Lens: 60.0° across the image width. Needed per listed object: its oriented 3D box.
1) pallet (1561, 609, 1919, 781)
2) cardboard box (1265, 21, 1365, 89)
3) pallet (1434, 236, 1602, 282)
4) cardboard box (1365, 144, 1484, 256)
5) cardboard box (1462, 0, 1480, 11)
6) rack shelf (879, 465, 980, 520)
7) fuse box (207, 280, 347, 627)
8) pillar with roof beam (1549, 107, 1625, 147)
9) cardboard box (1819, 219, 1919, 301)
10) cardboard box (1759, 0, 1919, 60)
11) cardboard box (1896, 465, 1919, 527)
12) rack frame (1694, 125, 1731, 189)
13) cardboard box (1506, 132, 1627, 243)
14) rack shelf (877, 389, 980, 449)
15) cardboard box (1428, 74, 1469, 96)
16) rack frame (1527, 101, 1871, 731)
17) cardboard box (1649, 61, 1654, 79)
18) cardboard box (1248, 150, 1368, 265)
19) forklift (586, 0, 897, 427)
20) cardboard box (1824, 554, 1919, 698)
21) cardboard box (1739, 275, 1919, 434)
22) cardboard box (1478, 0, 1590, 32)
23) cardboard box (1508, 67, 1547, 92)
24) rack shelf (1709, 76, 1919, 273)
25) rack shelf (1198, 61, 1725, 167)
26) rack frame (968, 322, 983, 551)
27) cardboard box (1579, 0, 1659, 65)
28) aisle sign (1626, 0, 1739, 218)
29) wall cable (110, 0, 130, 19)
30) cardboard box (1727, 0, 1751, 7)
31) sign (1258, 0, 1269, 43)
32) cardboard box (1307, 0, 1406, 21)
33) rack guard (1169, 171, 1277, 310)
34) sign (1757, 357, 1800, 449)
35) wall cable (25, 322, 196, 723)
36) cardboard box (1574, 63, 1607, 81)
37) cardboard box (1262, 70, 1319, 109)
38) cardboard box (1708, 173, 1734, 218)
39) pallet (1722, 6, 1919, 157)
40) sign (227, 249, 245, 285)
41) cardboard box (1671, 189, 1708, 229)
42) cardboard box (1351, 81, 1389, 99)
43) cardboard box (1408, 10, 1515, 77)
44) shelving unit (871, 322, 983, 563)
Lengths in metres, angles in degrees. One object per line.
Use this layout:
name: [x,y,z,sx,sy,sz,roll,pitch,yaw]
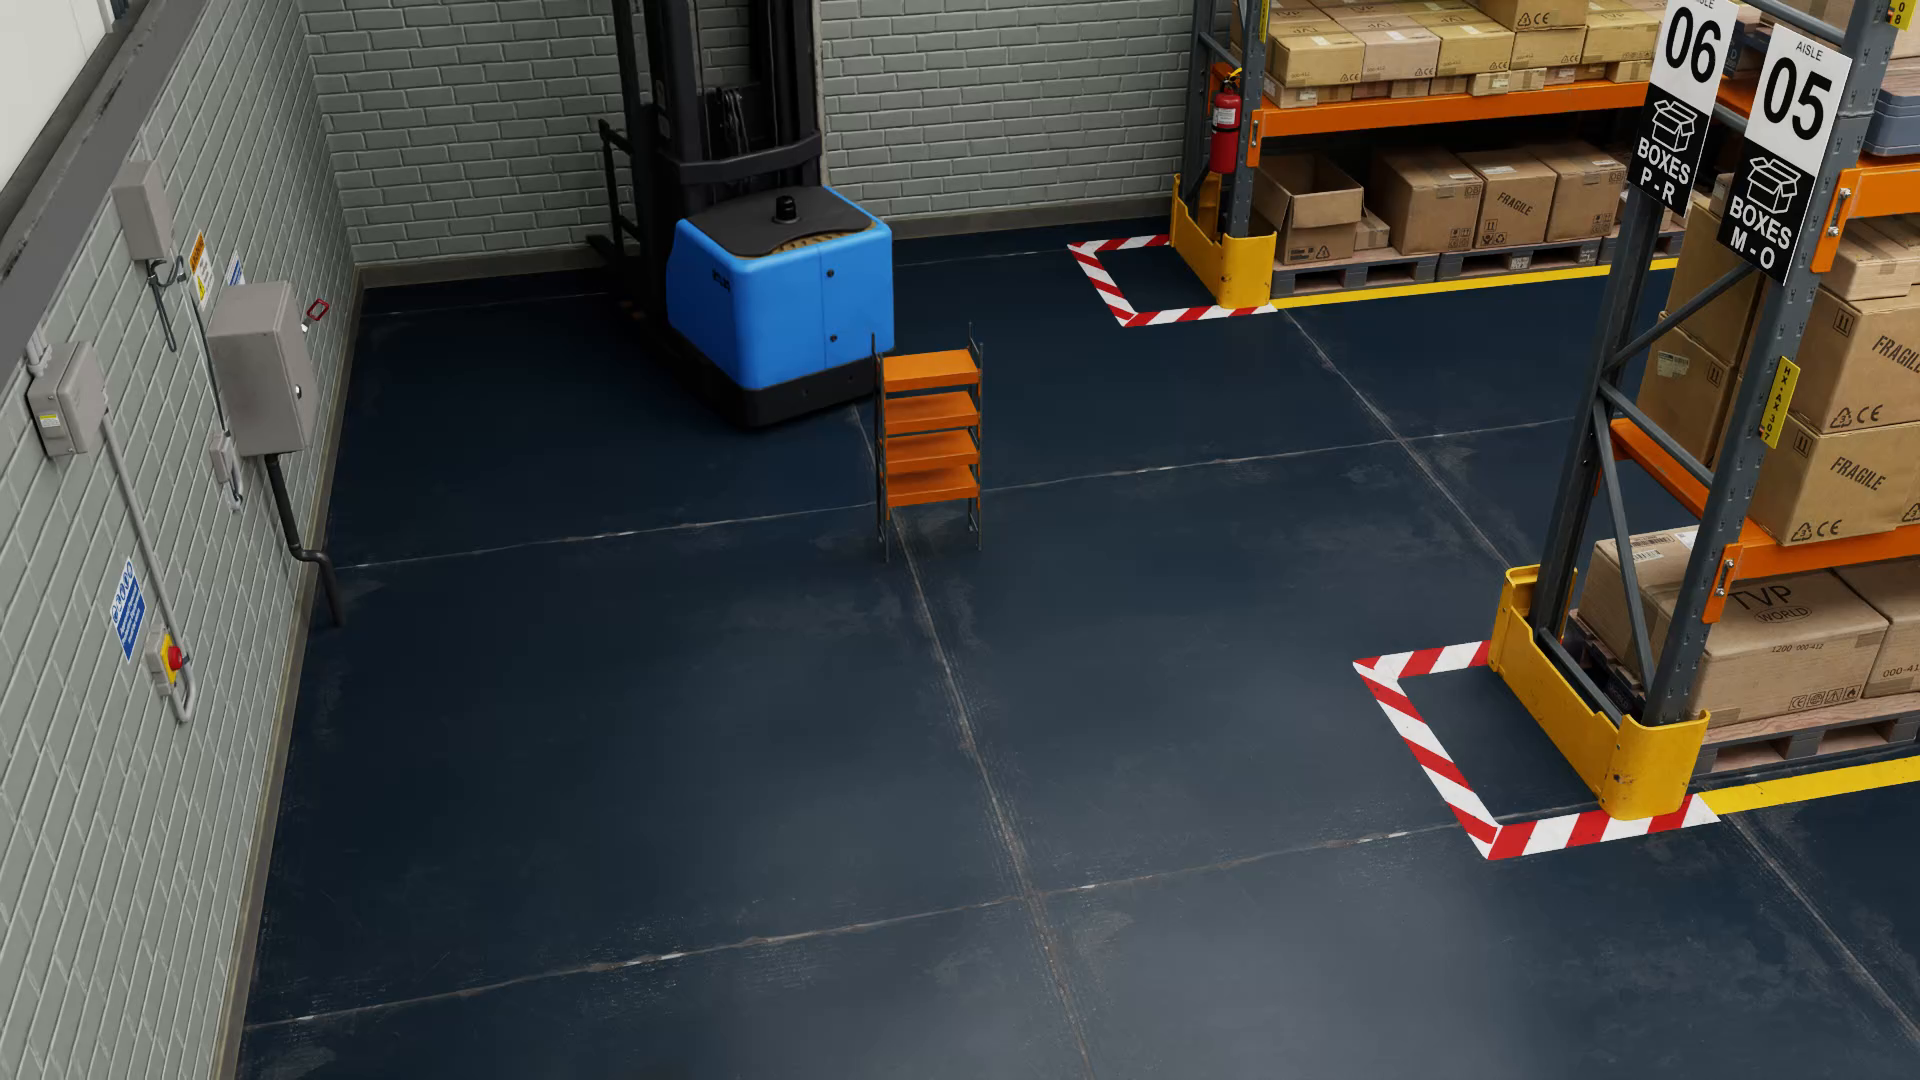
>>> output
pallet: [3.569,0.618,7.640,1.213,0.211,1.003,-7,35,-11]
cardboard box: [2.209,-3.067,10.496,0.500,0.250,0.500,-7,34,-10]
pallet: [3.747,-2.194,11.830,1.213,0.211,1.003,-7,35,-11]
cardboard box: [3.167,-2.340,11.412,0.500,0.500,0.700,-6,34,-9]
cardboard box: [3.595,-3.543,11.206,0.500,0.250,0.500,-7,35,-11]
rack shelf: [-0.161,-0.257,8.533,0.480,0.148,0.258,-7,35,-11]
fuse box: [-3.010,-0.318,7.688,0.414,1.711,0.539,-7,35,-11]
pillar with roof beam: [5.681,-4.144,6.849,0.400,9.000,9.100,-7,35,-11]
cardboard box: [3.213,-1.018,6.006,0.250,0.149,0.380,-6,34,-10]
cardboard box: [3.225,-1.902,5.869,0.500,0.250,0.500,-10,35,-15]
cardboard box: [3.825,-0.421,6.595,0.500,0.500,0.500,-8,35,-11]
rack frame: [5.609,-3.588,11.405,0.127,3.000,1.000,-7,35,-11]
cardboard box: [4.180,-2.468,11.602,0.500,0.500,0.700,-8,35,-12]
rack shelf: [-0.161,-0.608,8.298,0.480,0.148,0.258,-7,35,-11]
cardboard box: [3.093,-3.024,10.790,0.250,0.149,0.380,-7,34,-10]
rack frame: [2.806,-0.399,6.653,0.127,3.000,1.000,-7,35,-11]
cardboard box: [4.595,-3.201,11.053,0.250,0.149,0.380,-6,34,-9]
cardboard box: [2.325,-2.258,11.286,0.637,0.503,0.797,-9,35,-12]
forklift: [-1.601,-2.653,10.073,1.130,2.935,3.031,-20,39,-27]
cardboard box: [4.319,0.238,7.626,0.875,0.438,0.875,-6,34,-9]
cardboard box: [3.337,-0.760,6.203,0.500,0.500,0.500,-8,35,-12]
cardboard box: [3.672,-3.563,10.562,0.500,0.500,0.500,-6,34,-9]
cardboard box: [3.608,-3.058,10.841,0.250,0.149,0.380,-6,34,-9]
rack shelf: [4.757,-1.592,6.384,4.000,0.370,1.077,-7,35,-11]
rack shelf: [3.658,-3.043,11.239,4.000,0.370,1.077,-7,35,-11]
rack frame: [0.077,-0.508,8.430,0.015,1.200,0.240,-7,35,-11]
cardboard box: [4.191,-3.330,10.888,0.500,0.250,0.500,-7,35,-11]
aisle sign: [2.668,-1.638,6.166,0.004,0.787,0.394,-7,35,-11]
wall cable: [-3.421,-3.981,6.573,0.133,3.039,2.988,-7,35,-11]
cardboard box: [5.166,-3.454,11.073,0.500,0.250,0.500,-6,34,-9]
sign: [1.827,-3.161,9.991,0.005,0.325,0.100,-7,35,-11]
cardboard box: [2.601,-3.421,11.024,0.500,0.250,0.500,-7,35,-10]
rack guard: [1.782,-2.068,11.382,0.348,0.500,1.175,-7,35,-11]
sign: [2.923,-0.489,5.939,0.005,0.325,0.100,-7,35,-11]
wall cable: [-2.688,-0.128,5.309,0.123,1.953,0.585,-7,35,-11]
cardboard box: [4.075,-3.183,11.027,0.250,0.149,0.380,-7,34,-10]
cardboard box: [2.089,-2.883,10.580,0.250,0.149,0.380,-7,35,-11]
cardboard box: [3.112,-1.278,6.393,0.250,0.149,0.380,-7,34,-10]
pallet: [3.527,-1.705,5.986,1.213,0.211,1.003,-7,35,-11]
sign: [-3.321,-1.056,7.717,0.001,0.494,0.329,-7,35,-11]
cardboard box: [5.130,-2.350,11.742,0.250,0.149,0.380,-8,35,-12]
cardboard box: [2.575,-2.991,10.740,0.250,0.149,0.380,-8,35,-11]
cardboard box: [3.195,-3.193,10.684,0.500,0.250,0.500,-8,35,-11]
shelving unit: [-0.161,-0.478,8.385,0.503,1.200,0.258,-7,35,-11]
